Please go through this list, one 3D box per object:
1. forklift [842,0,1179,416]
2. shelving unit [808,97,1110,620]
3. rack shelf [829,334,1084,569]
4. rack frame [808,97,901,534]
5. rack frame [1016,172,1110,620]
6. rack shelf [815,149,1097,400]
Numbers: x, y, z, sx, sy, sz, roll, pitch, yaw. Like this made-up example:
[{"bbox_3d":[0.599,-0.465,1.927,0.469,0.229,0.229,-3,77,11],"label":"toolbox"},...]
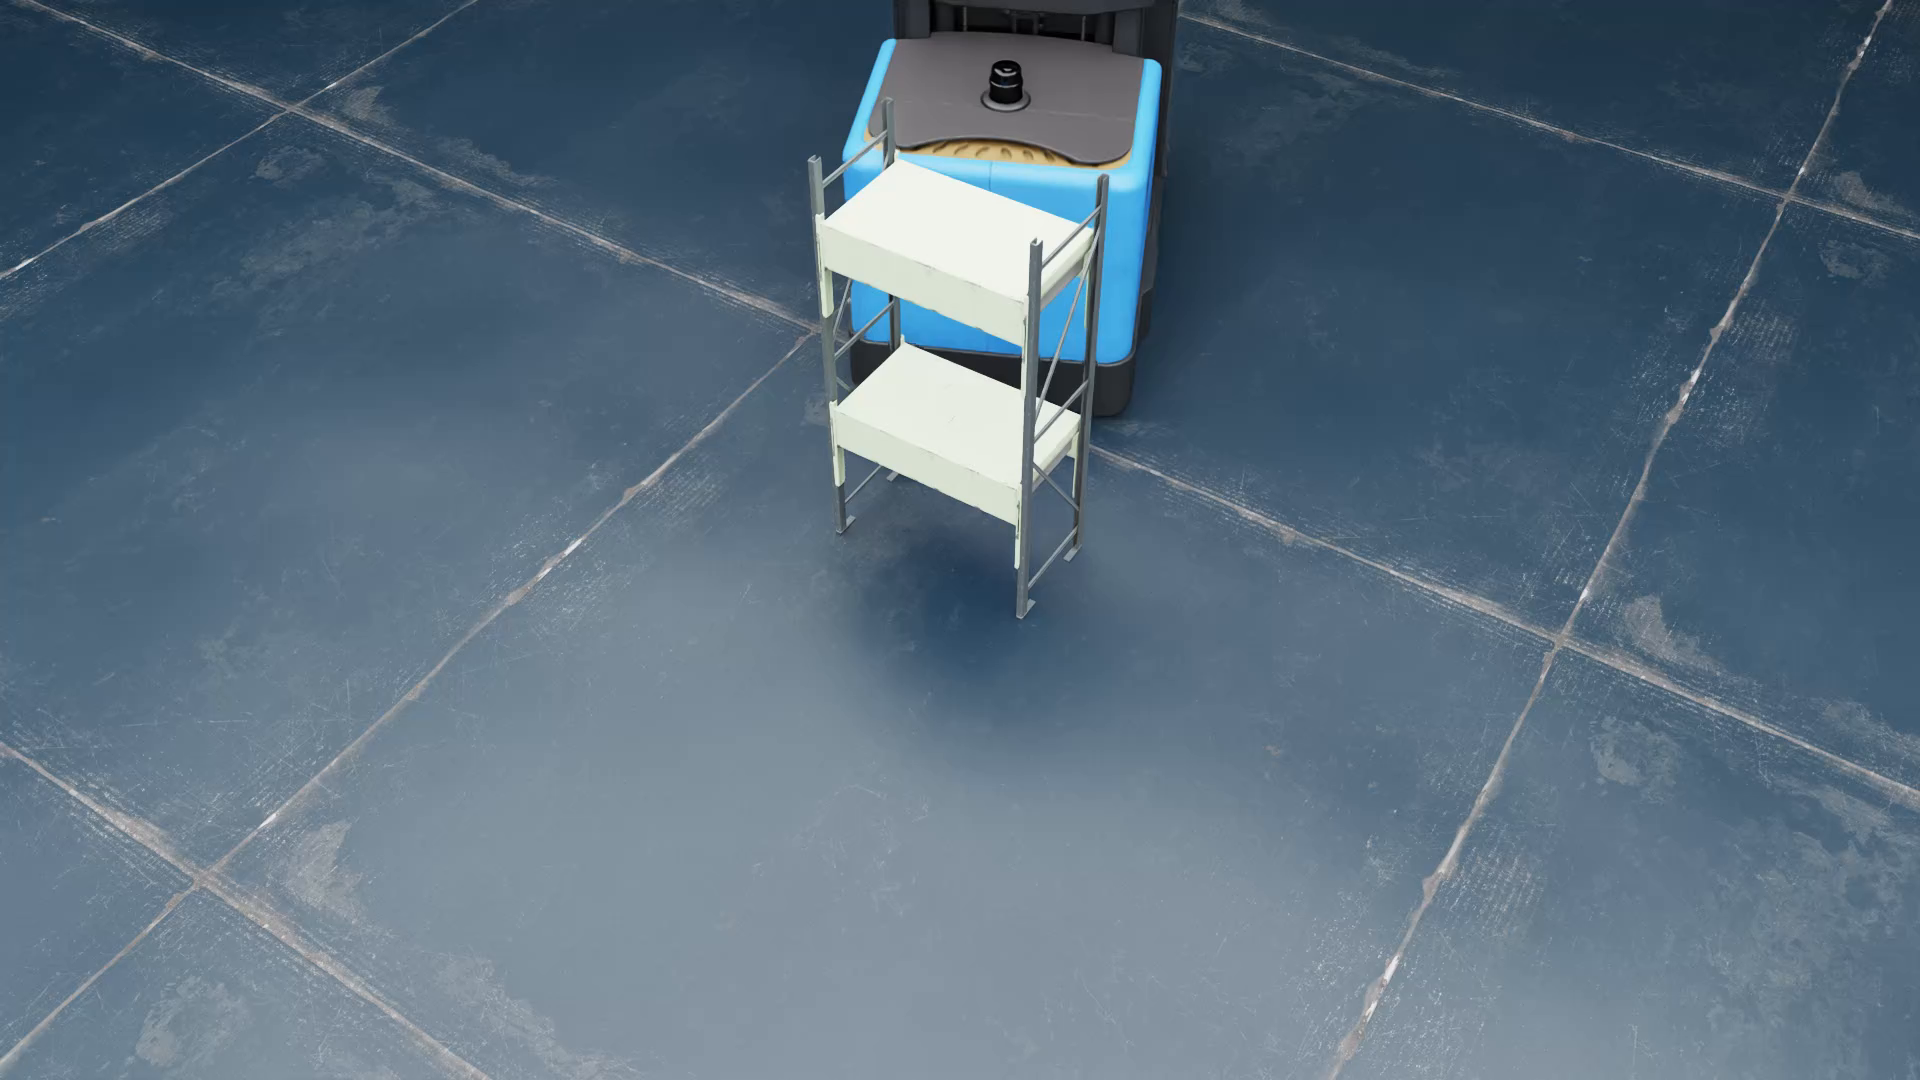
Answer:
[{"bbox_3d":[0.324,-2.544,6.178,1.130,2.935,3.031,6,46,6],"label":"forklift"},{"bbox_3d":[-0.006,-0.525,5.215,0.755,1.500,0.431,25,51,22],"label":"shelving unit"},{"bbox_3d":[-0.006,-0.298,5.448,0.720,0.370,0.431,25,51,22],"label":"rack shelf"},{"bbox_3d":[-0.314,-0.667,5.352,0.023,1.500,0.400,25,51,22],"label":"rack frame"},{"bbox_3d":[0.302,-0.384,5.077,0.023,1.500,0.400,25,51,22],"label":"rack frame"},{"bbox_3d":[-0.006,-0.797,4.935,0.720,0.370,0.431,25,51,22],"label":"rack shelf"}]
